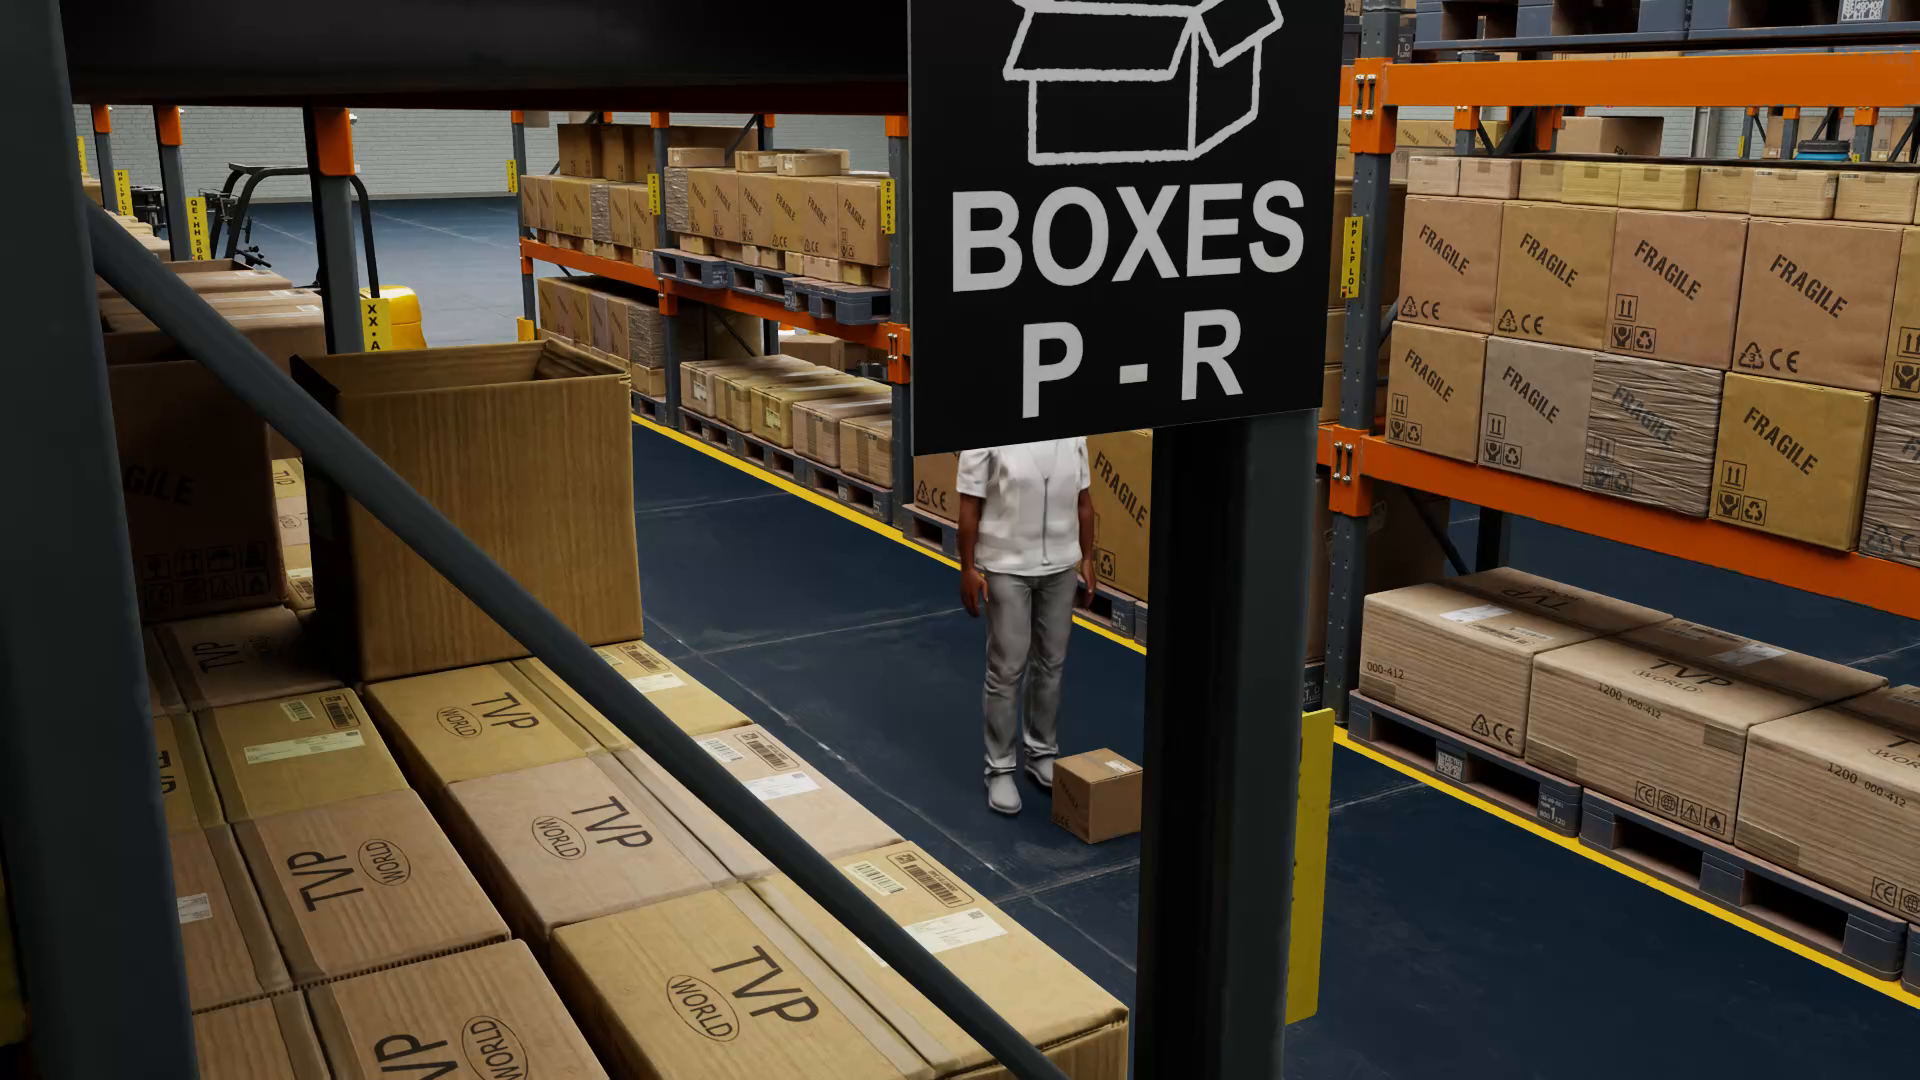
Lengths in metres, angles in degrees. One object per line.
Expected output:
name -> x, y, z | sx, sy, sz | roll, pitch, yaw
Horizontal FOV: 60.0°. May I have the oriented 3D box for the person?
person -> 0.295, 0.122, 6.449 | 0.582, 1.785, 0.471 | -7, 16, -24
